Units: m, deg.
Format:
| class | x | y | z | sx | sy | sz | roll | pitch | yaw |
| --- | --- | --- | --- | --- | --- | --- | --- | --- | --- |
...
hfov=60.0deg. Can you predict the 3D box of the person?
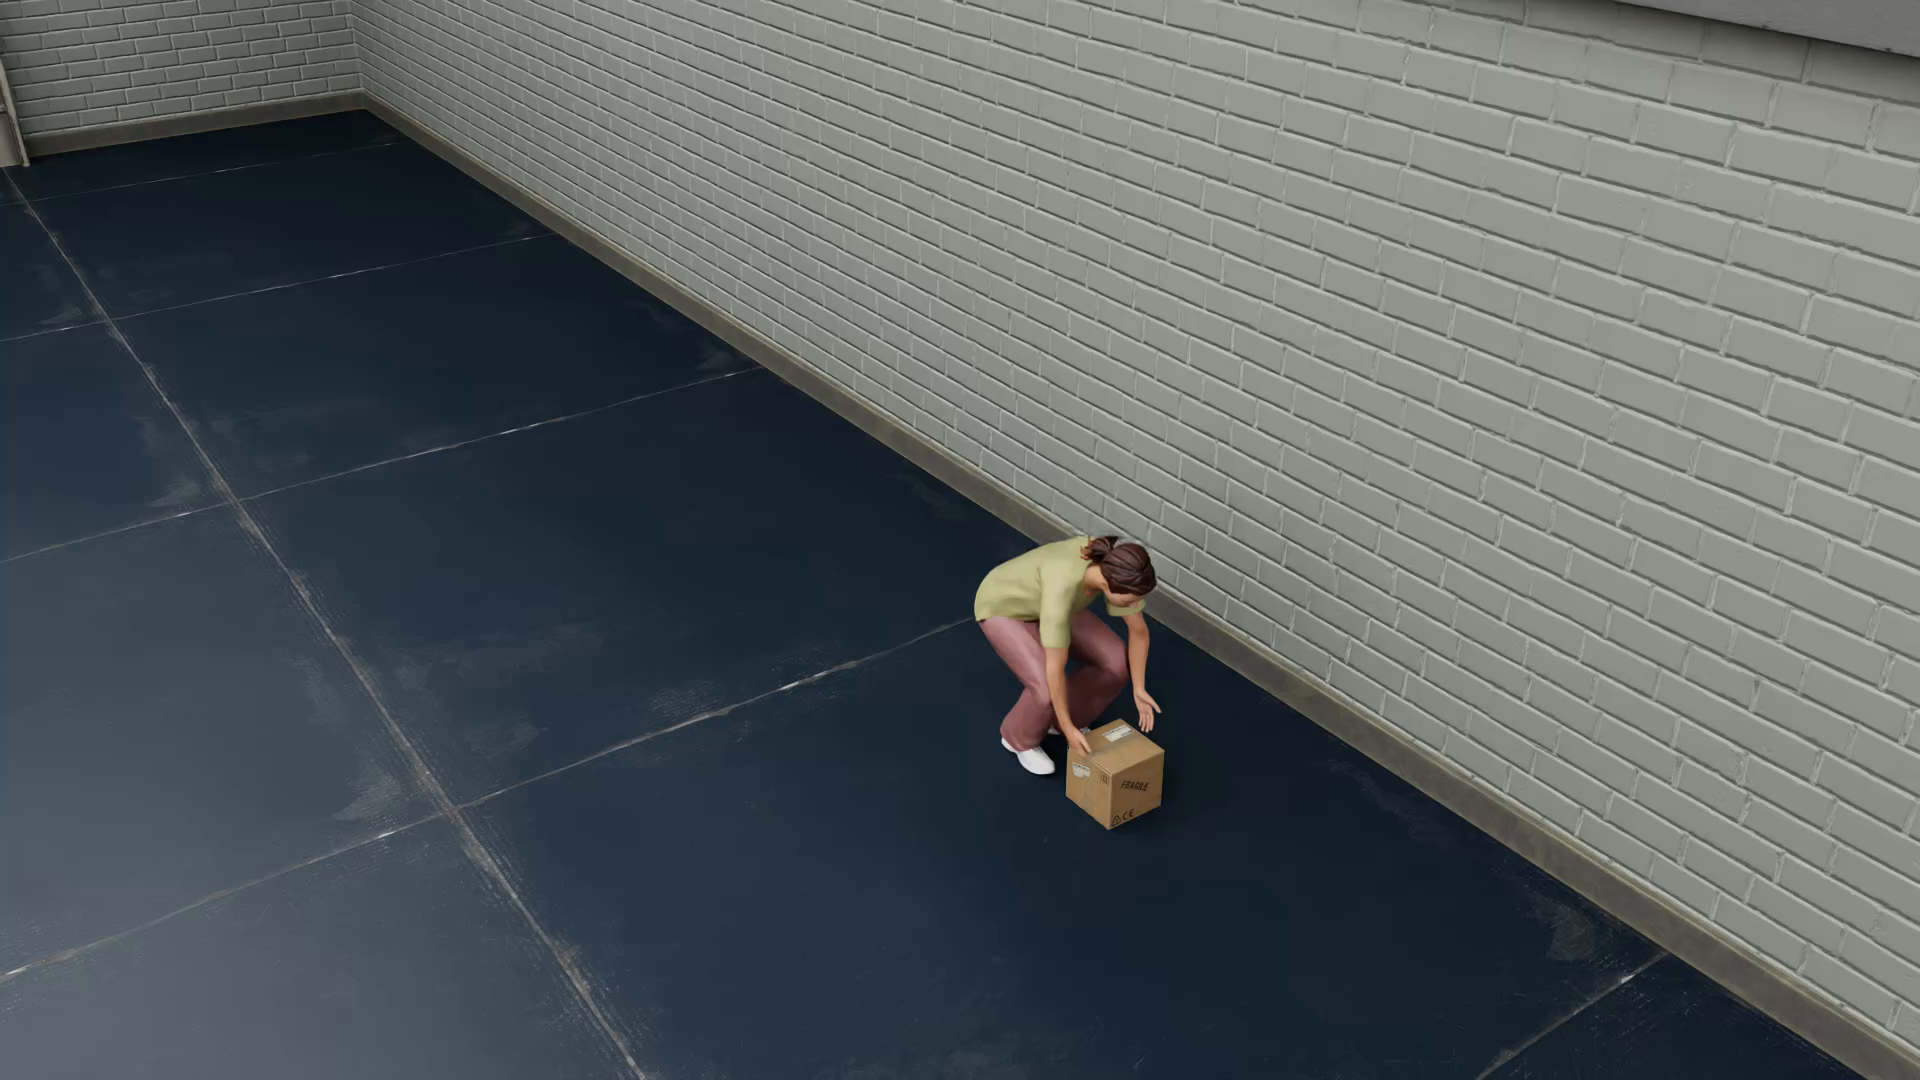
| class | x | y | z | sx | sy | sz | roll | pitch | yaw |
| --- | --- | --- | --- | --- | --- | --- | --- | --- | --- |
| person | 0.404 | 0.365 | 6.140 | 0.491 | 1.023 | 0.776 | -19 | 34 | -31 |
